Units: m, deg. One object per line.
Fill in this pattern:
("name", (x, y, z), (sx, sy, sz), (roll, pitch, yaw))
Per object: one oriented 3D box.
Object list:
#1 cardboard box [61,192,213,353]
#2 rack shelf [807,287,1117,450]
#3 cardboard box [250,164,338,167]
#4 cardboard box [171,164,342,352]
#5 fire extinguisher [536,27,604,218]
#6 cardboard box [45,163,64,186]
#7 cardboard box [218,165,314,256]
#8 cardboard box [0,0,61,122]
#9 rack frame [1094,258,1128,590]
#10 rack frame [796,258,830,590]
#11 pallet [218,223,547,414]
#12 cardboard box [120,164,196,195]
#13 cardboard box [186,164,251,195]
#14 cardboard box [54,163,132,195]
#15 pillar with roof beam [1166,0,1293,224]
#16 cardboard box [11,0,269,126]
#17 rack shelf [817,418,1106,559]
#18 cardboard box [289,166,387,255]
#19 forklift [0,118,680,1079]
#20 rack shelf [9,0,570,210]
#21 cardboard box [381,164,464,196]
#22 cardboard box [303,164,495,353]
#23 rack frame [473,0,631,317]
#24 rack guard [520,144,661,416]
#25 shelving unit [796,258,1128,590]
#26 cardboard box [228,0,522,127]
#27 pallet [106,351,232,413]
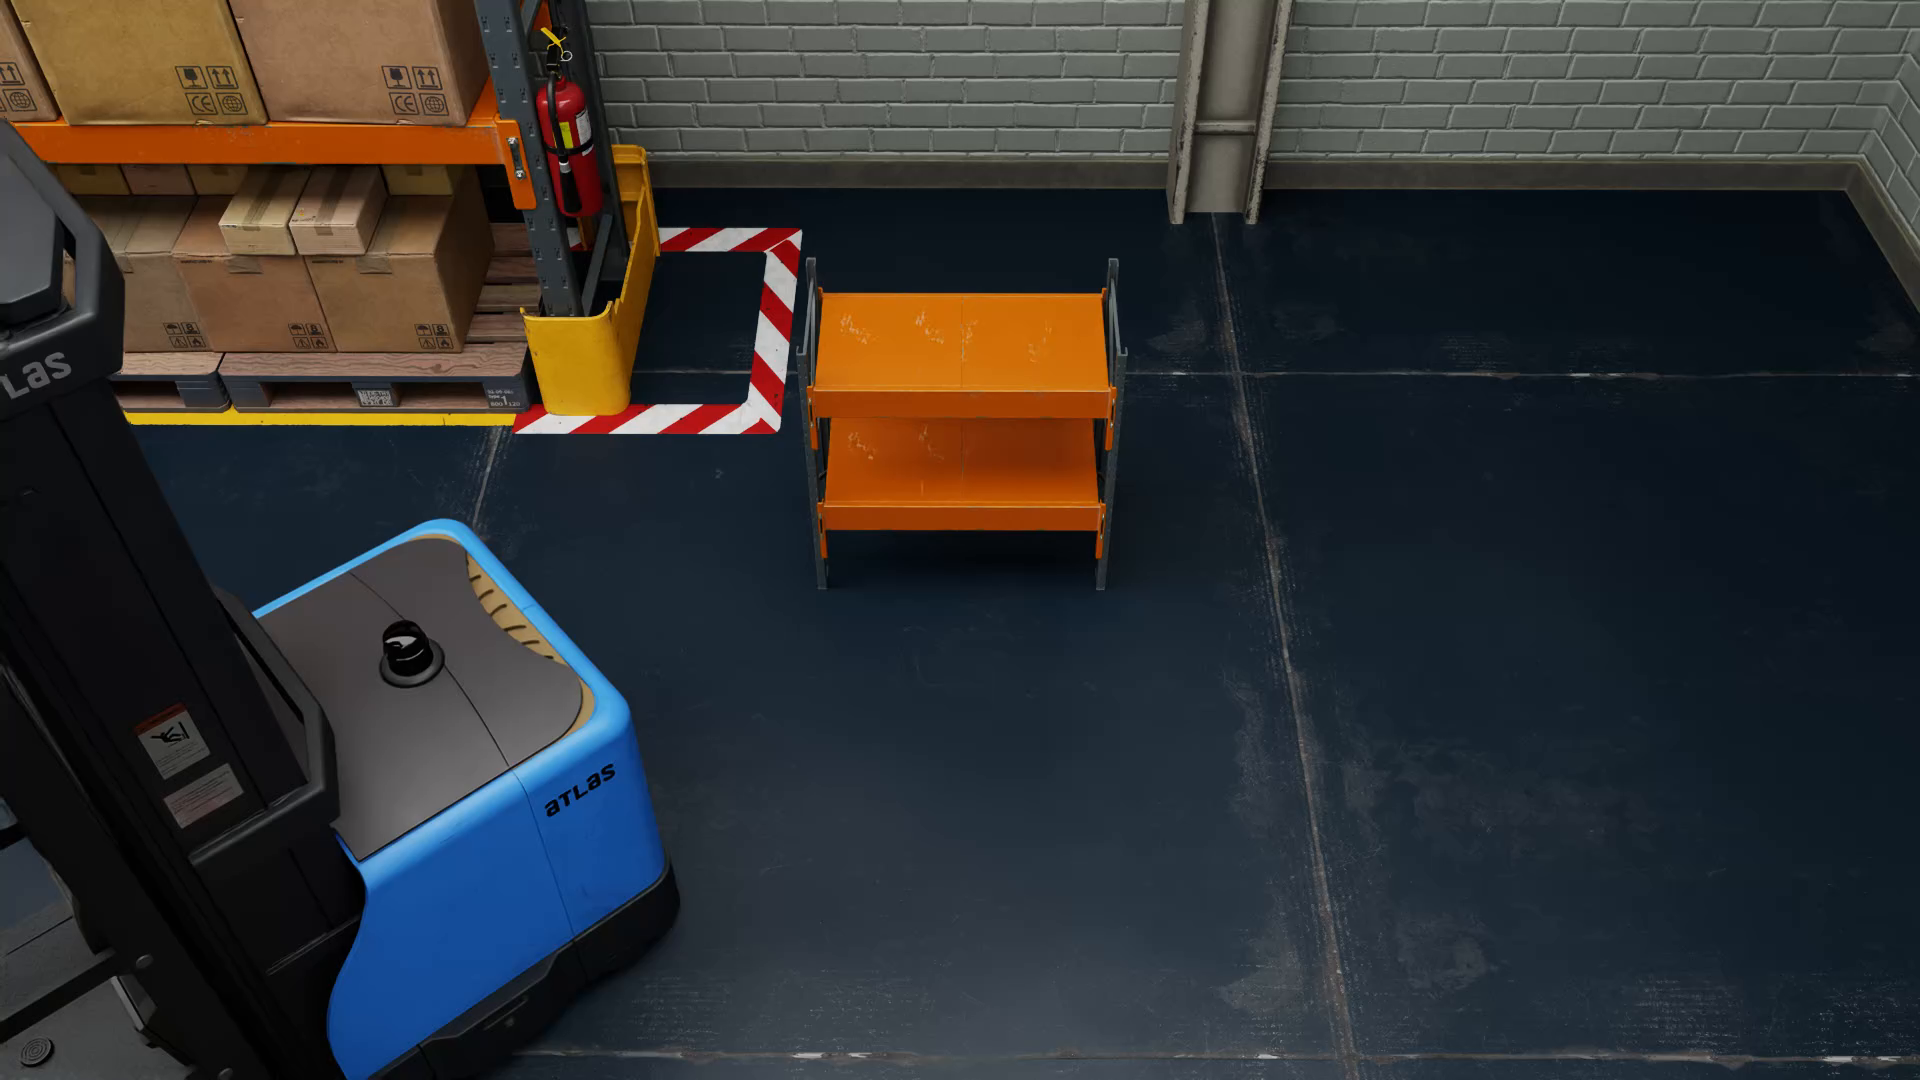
("cardboard box", (-3.245, -1.175, 6.715), (0.500, 0.500, 0.700), (-1, 47, -1))
("rack shelf", (0.007, -0.583, 5.624), (1.000, 0.278, 0.538), (0, 47, 0))
("cardboard box", (-2.622, -1.541, 6.612), (0.250, 0.149, 0.380), (0, 47, 0))
("cardboard box", (-2.742, -1.174, 6.714), (0.500, 0.500, 0.700), (0, 47, 0))
("fire extinguisher", (-1.392, -1.461, 5.868), (0.183, 0.674, 0.296), (0, 47, 0))
("cardboard box", (-3.637, -1.543, 6.615), (0.250, 0.149, 0.380), (-1, 47, -1))
("cardboard box", (-2.626, -1.261, 6.352), (0.250, 0.149, 0.380), (1, 47, 1))
("cardboard box", (-3.541, -2.052, 5.905), (0.700, 0.700, 0.980), (-2, 47, -2))
("rack frame", (0.515, -0.382, 5.837), (0.032, 1.125, 0.500), (0, 47, 0))
("rack frame", (-0.502, -0.385, 5.840), (0.032, 1.125, 0.500), (0, 47, 0))
("pallet", (-2.341, -0.947, 6.988), (1.213, 0.211, 1.003), (0, 47, 0))
("cardboard box", (-3.127, -1.542, 6.614), (0.250, 0.149, 0.380), (1, 47, 1))
("cardboard box", (-2.873, -1.542, 6.613), (0.250, 0.149, 0.380), (1, 47, 0))
("cardboard box", (-3.384, -1.542, 6.614), (0.250, 0.149, 0.380), (1, 47, 1))
("pillar with roof beam", (1.146, -1.471, 1.472), (0.400, 9.000, 9.100), (0, 47, 0))
("cardboard box", (-2.779, -2.043, 5.897), (0.700, 0.700, 0.980), (0, 47, 0))
("rack shelf", (0.007, -0.217, 6.017), (1.000, 0.278, 0.538), (0, 47, 0))
("cardboard box", (-2.371, -1.261, 6.352), (0.250, 0.149, 0.380), (0, 47, 0))
("forklift", (-2.305, 0.616, 3.674), (3.031, 2.935, 1.130), (-32, 55, -26))
("rack shelf", (-3.541, -1.713, 6.287), (4.000, 0.370, 1.077), (0, 47, 0))
("cardboard box", (-2.116, -1.540, 6.612), (0.250, 0.149, 0.380), (0, 47, 0))
("cardboard box", (-2.242, -1.173, 6.713), (0.500, 0.500, 0.700), (0, 47, 0))
("rack frame", (-1.541, -1.953, 6.018), (0.127, 3.000, 1.000), (0, 47, 0))
("rack guard", (-1.517, -1.101, 6.933), (0.348, 0.500, 1.175), (0, 47, 0))
("shelving unit", (0.007, -0.383, 5.838), (1.048, 1.125, 0.538), (0, 47, 0))
("cardboard box", (-2.051, -2.049, 5.903), (0.700, 0.700, 0.980), (2, 47, 2))
("pallet", (-3.558, -0.953, 6.993), (1.213, 0.211, 1.003), (0, 47, 0))
